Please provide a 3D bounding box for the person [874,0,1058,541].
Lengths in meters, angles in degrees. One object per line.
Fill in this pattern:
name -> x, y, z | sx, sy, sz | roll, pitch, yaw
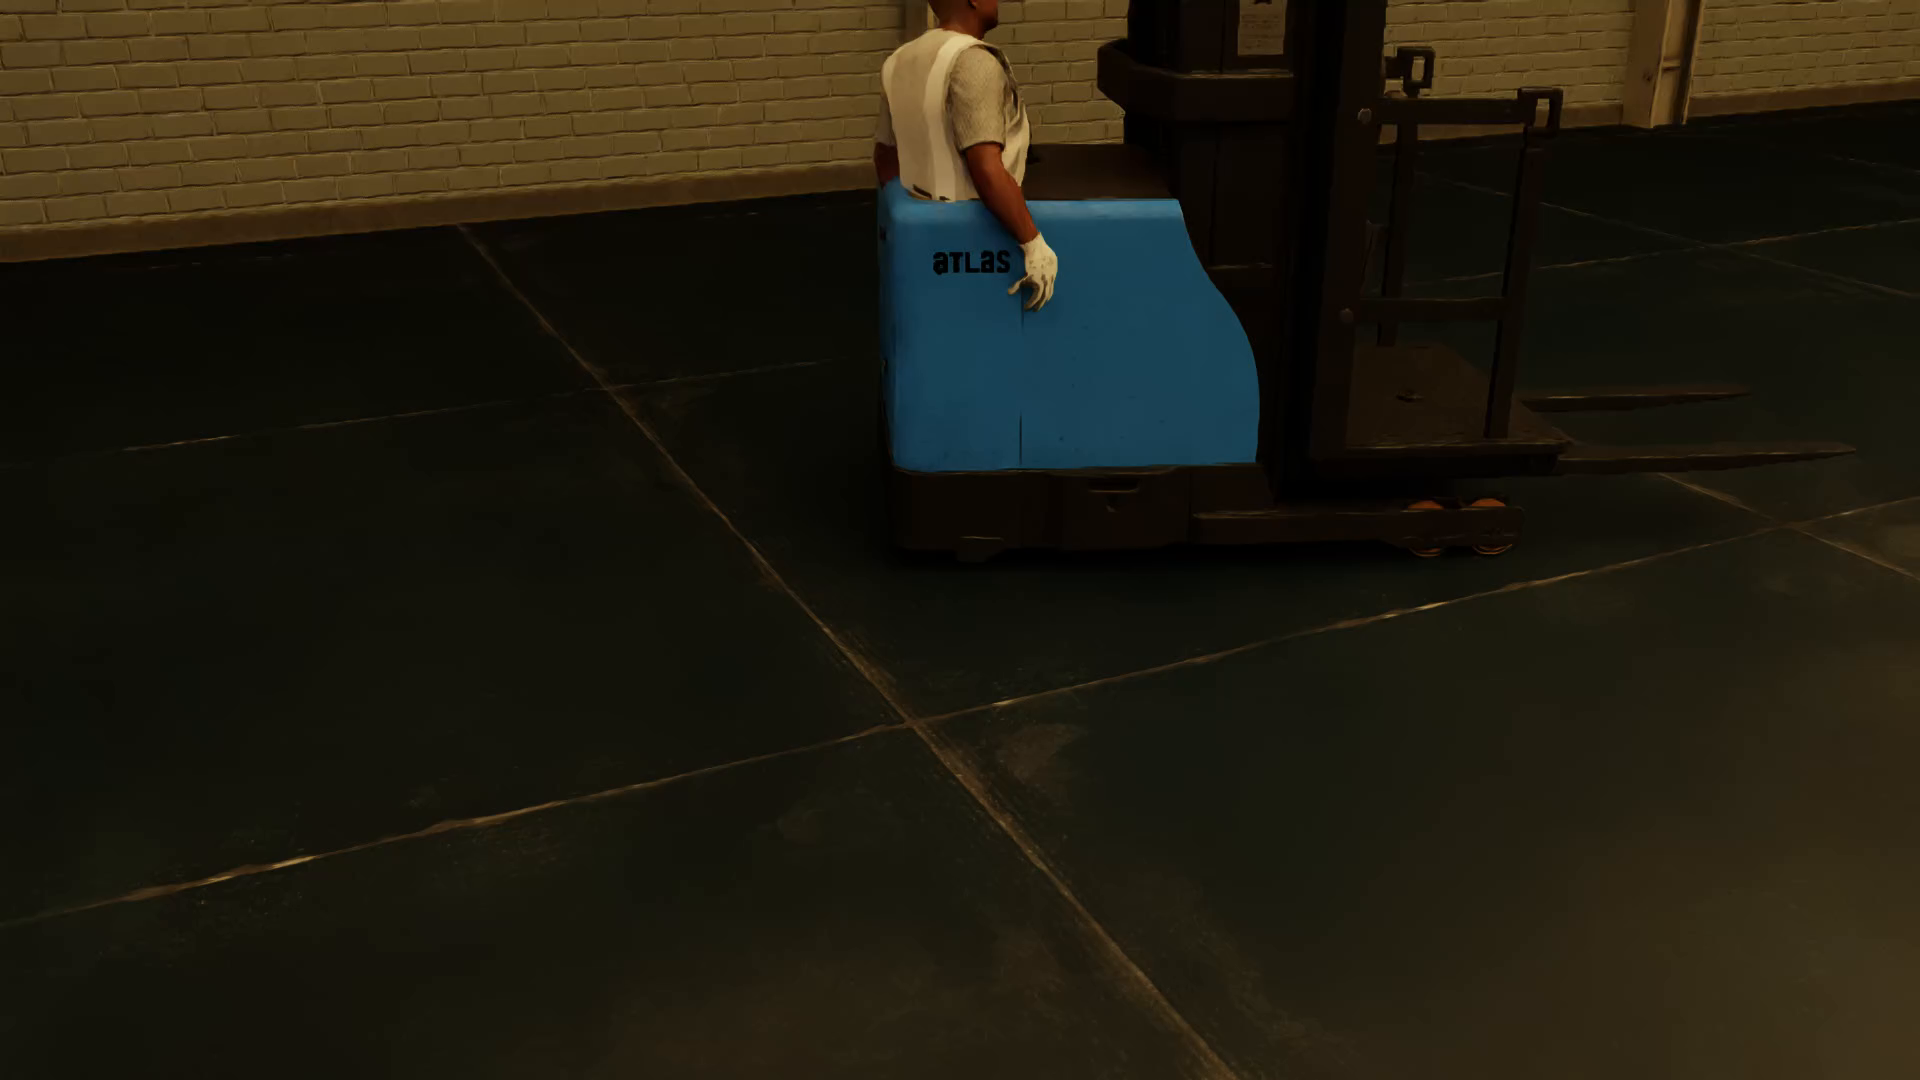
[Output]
person -> 0.079, -0.830, 4.818 | 0.489, 1.775, 0.709 | -11, 25, -26

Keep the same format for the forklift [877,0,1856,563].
forklift -> 1.267, -1.502, 4.903 | 3.031, 2.935, 1.130 | -2, 23, -5
